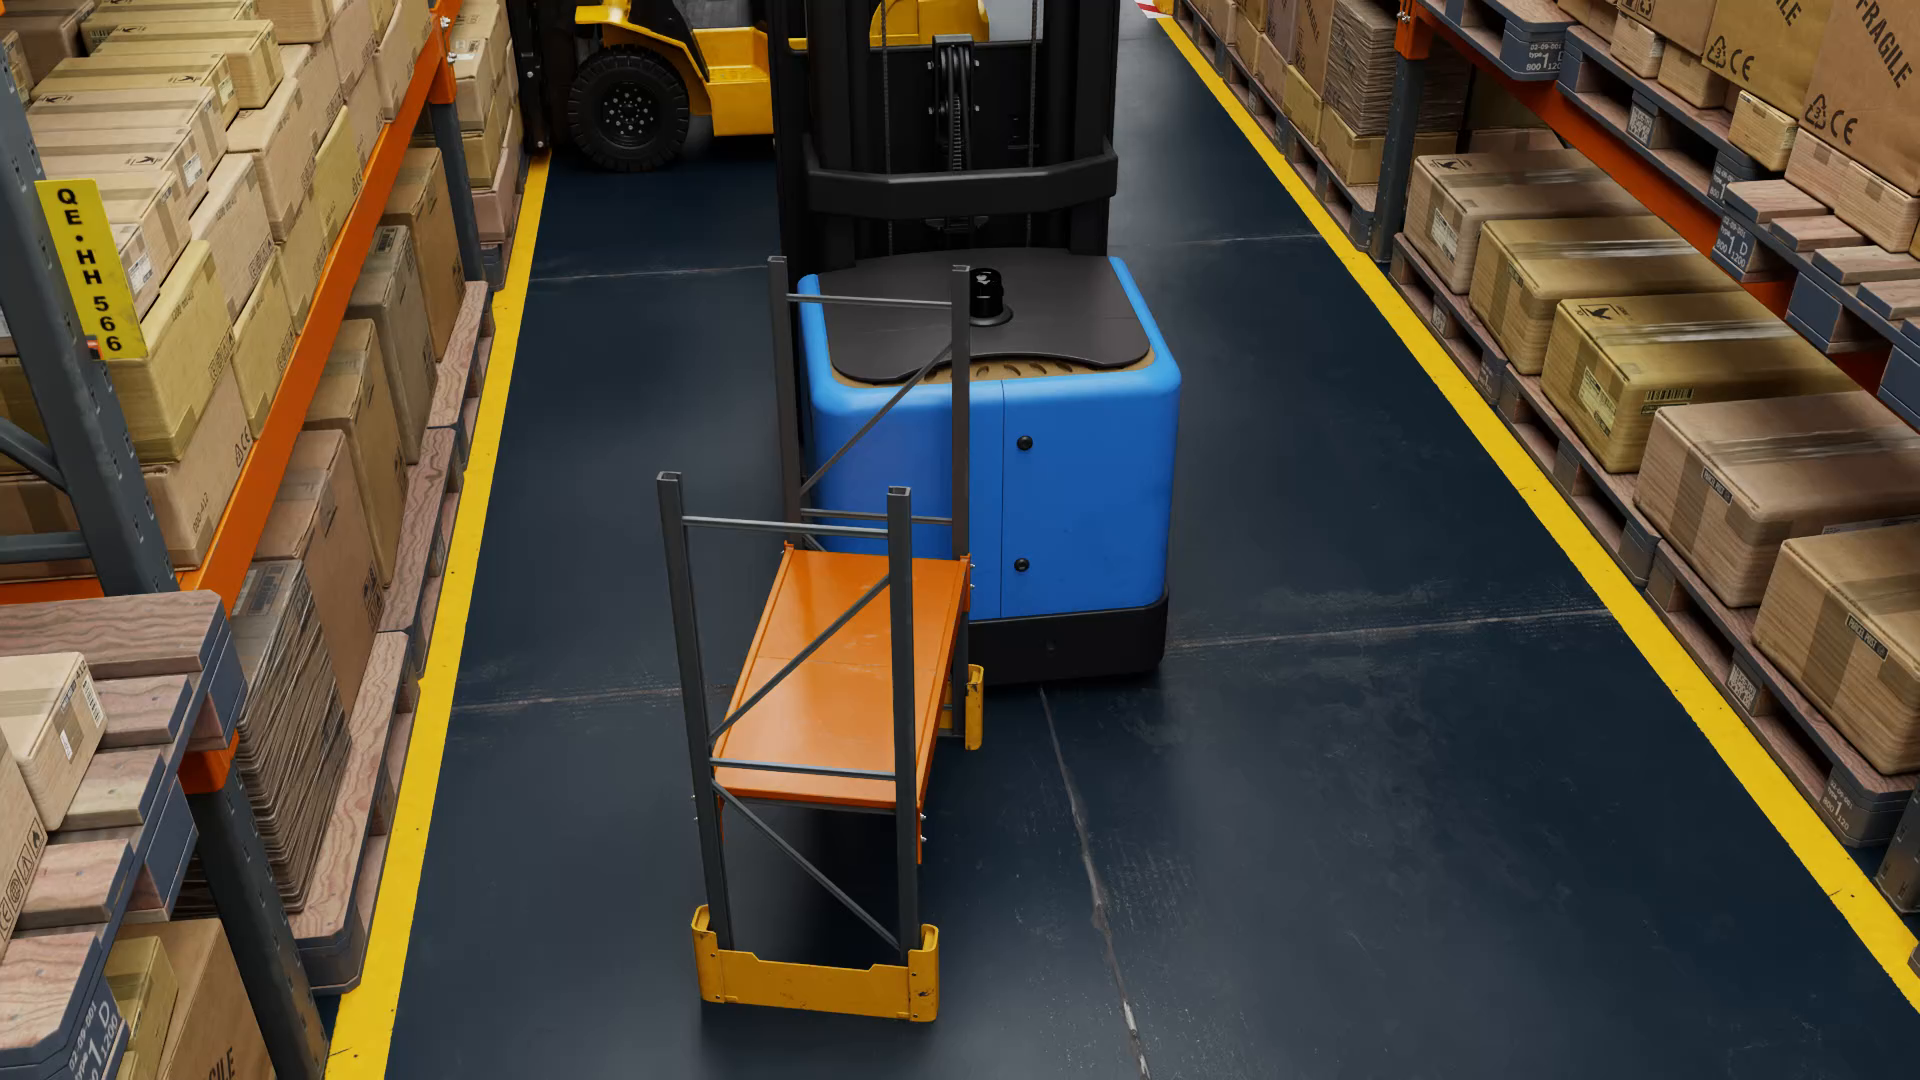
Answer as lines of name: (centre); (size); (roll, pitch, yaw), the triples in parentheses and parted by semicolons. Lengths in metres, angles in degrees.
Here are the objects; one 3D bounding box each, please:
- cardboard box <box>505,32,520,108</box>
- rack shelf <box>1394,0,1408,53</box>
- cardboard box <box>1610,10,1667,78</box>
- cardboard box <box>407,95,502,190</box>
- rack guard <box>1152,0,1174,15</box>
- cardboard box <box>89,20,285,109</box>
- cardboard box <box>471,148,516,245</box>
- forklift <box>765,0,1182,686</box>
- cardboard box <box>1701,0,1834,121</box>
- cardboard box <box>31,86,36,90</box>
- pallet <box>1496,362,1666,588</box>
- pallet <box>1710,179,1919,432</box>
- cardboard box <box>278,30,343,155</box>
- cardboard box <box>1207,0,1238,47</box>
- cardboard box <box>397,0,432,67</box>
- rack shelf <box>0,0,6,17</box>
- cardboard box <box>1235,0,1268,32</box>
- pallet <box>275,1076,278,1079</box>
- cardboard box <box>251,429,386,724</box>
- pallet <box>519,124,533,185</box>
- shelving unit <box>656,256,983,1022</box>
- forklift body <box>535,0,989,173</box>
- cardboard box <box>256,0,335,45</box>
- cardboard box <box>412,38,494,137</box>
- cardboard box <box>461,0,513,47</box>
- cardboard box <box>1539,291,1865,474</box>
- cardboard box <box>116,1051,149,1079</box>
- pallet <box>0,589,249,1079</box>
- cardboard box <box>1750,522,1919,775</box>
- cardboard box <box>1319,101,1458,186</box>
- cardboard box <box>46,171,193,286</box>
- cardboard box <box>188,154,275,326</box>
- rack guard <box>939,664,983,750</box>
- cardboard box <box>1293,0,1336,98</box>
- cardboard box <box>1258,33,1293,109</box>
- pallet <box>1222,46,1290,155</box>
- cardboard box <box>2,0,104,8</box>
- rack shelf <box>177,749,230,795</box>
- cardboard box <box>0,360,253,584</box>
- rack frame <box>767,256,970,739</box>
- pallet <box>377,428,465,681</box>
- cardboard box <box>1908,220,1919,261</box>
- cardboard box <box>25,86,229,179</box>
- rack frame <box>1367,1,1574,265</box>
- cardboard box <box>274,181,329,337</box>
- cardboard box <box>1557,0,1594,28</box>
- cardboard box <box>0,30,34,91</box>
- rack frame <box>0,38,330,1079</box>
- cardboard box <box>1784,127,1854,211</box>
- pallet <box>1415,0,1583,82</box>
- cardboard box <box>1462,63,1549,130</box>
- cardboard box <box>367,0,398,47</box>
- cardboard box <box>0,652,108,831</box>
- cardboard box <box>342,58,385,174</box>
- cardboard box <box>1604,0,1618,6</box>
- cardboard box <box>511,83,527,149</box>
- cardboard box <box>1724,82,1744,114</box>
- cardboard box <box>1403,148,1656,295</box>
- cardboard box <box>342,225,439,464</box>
cardboard box: (-2.415, -2.288, 8.069); (0.500, 0.250, 0.500); (-5, 35, -7)
rack shelf: (2.119, -3.386, 8.693); (1.077, 0.370, 4.000); (-4, 35, -6)
cardboard box: (2.297, -1.575, 5.247); (0.380, 0.149, 0.250); (-3, 34, -5)
cardboard box: (-2.289, -1.726, 7.244); (0.500, 0.250, 0.500); (-5, 35, -7)
rack guard: (1.861, -3.724, 10.770); (1.175, 0.500, 0.348); (-4, 35, -6)
cardboard box: (-1.927, -1.186, 4.161); (0.380, 0.149, 0.250); (-4, 34, -5)
cardboard box: (-2.267, -1.521, 7.387); (0.500, 0.250, 0.500); (-4, 34, -6)
forklift: (-0.085, -1.563, 5.440); (1.130, 2.935, 3.031); (-4, 35, -6)
cardboard box: (2.440, -1.474, 4.524); (0.500, 0.500, 0.500); (-7, 35, -10)
cardboard box: (-2.523, -1.177, 4.503); (0.500, 0.250, 0.500); (-5, 35, -7)
pallet: (2.662, -0.298, 6.000); (1.003, 0.211, 1.213); (-4, 35, -6)
pallet: (2.725, -0.645, 4.203); (1.213, 0.211, 1.003); (-4, 35, -6)
cardboard box: (-2.022, -1.224, 4.571); (0.500, 0.250, 0.500); (-4, 34, -6)
cardboard box: (1.746, -3.080, 9.674); (0.500, 0.250, 0.500); (-3, 34, -5)
cardboard box: (-2.203, -1.865, 5.957); (0.500, 0.250, 0.500); (-4, 34, -5)
rack shelf: (-2.261, -2.015, 4.018); (1.077, 0.370, 4.000); (-4, 35, -6)
cardboard box: (1.823, -3.090, 9.023); (0.500, 0.500, 0.500); (-4, 34, -5)
pallet: (-1.929, 1.615, 3.193); (1.003, 0.211, 1.213); (-4, 35, -6)
cardboard box: (-2.158, 0.138, 4.620); (0.875, 0.625, 0.625); (-3, 34, -5)
pallet: (-2.763, -2.166, 8.741); (1.003, 0.211, 1.213); (-4, 35, -6)
shelving unit: (-0.286, 0.230, 4.081); (0.587, 1.500, 1.083); (4, 34, 6)
forklift body: (-1.005, -3.150, 8.463); (2.313, 2.155, 1.214); (-4, 35, -6)
cardboard box: (-1.950, -1.471, 4.581); (0.380, 0.149, 0.250); (-5, 35, -8)
cardboard box: (-2.284, -1.933, 7.104); (0.500, 0.250, 0.500); (-5, 35, -7)
cardboard box: (-2.421, -2.496, 7.930); (0.500, 0.250, 0.500); (-3, 34, -5)
cardboard box: (2.657, -0.573, 5.888); (0.950, 0.372, 0.625); (-3, 34, -5)
cardboard box: (-1.607, 1.041, 2.830); (0.380, 0.149, 0.250); (-6, 35, -9)
pallet: (-1.831, 0.496, 2.530); (1.213, 0.211, 1.003); (-4, 35, -6)
cardboard box: (2.860, 0.262, 4.663); (0.950, 0.372, 0.625); (-7, 35, -10)
cardboard box: (2.043, -1.914, 7.963); (0.500, 0.250, 0.500); (-3, 34, -4)
cardboard box: (-1.780, -0.615, 3.324); (0.380, 0.149, 0.250); (-4, 34, -5)
cardboard box: (-1.876, -0.647, 3.725); (0.500, 0.250, 0.500); (-3, 34, -5)
rack guard: (-0.227, 0.468, 4.841); (0.587, 0.250, 0.087); (4, 34, 6)
cardboard box: (1.973, -2.508, 8.169); (0.500, 0.500, 0.500); (-4, 34, -6)
cardboard box: (1.897, -2.494, 8.815); (0.500, 0.250, 0.500); (-4, 34, -6)
pallet: (2.096, -2.469, 9.185); (1.003, 0.211, 1.213); (-4, 35, -6)
cardboard box: (-2.536, -1.431, 4.522); (0.380, 0.149, 0.250); (-4, 34, -6)
rack shelf: (-1.723, 1.457, 1.588); (1.077, 0.370, 4.000); (-4, 35, -6)
cardboard box: (-1.809, -0.161, 3.456); (0.500, 0.250, 0.500); (-4, 35, -6)
rack frame: (-0.225, -0.059, 4.505); (0.500, 1.500, 0.032); (4, 34, 6)
pallet: (-2.225, 0.054, 5.483); (1.003, 0.211, 1.213); (-4, 35, -6)
cardboard box: (2.541, -0.714, 3.984); (0.380, 0.149, 0.250); (-4, 34, -6)
cardboard box: (-1.888, -0.901, 3.744); (0.380, 0.149, 0.250); (-4, 34, -6)
rack frame: (2.388, -2.567, 6.853); (1.000, 3.000, 0.127); (-4, 35, -6)
cardboard box: (-1.948, -0.729, 4.289); (0.500, 0.250, 0.500); (-5, 35, -8)
cardboard box: (2.281, -1.865, 5.673); (0.380, 0.149, 0.250); (-4, 34, -6)
cardboard box: (-2.533, -1.135, 4.088); (0.380, 0.149, 0.250); (-5, 35, -7)
rack frame: (-1.992, 0.043, 3.023); (1.000, 3.000, 0.127); (-4, 35, -6)
cardboard box: (2.437, -0.992, 4.392); (0.380, 0.149, 0.250); (-6, 35, -9)
pallet: (2.347, -2.050, 6.265); (1.003, 0.211, 1.213); (-4, 35, -6)
cardboard box: (2.577, -2.264, 7.811); (0.500, 0.500, 0.500); (-3, 34, -4)
cardboard box: (-2.134, -1.792, 5.406); (0.500, 0.250, 0.500); (-5, 35, -8)
cardboard box: (-1.523, 0.311, 2.480); (0.380, 0.149, 0.250); (-4, 34, -5)
cardboard box: (-2.093, -1.306, 5.136); (0.500, 0.250, 0.500); (-4, 34, -6)
cardboard box: (2.288, -2.065, 5.391); (0.500, 0.500, 0.500); (-5, 35, -7)
cardboard box: (-2.435, -2.089, 8.220); (0.500, 0.250, 0.500); (-4, 34, -6)
cardboard box: (2.477, -1.294, 4.836); (0.380, 0.149, 0.250); (-4, 34, -6)
cardboard box: (2.461, -1.362, 7.045); (0.950, 0.372, 0.625); (-4, 34, -6)
cardboard box: (-2.352, -0.657, 5.786); (0.875, 0.625, 0.625); (-5, 35, -7)
